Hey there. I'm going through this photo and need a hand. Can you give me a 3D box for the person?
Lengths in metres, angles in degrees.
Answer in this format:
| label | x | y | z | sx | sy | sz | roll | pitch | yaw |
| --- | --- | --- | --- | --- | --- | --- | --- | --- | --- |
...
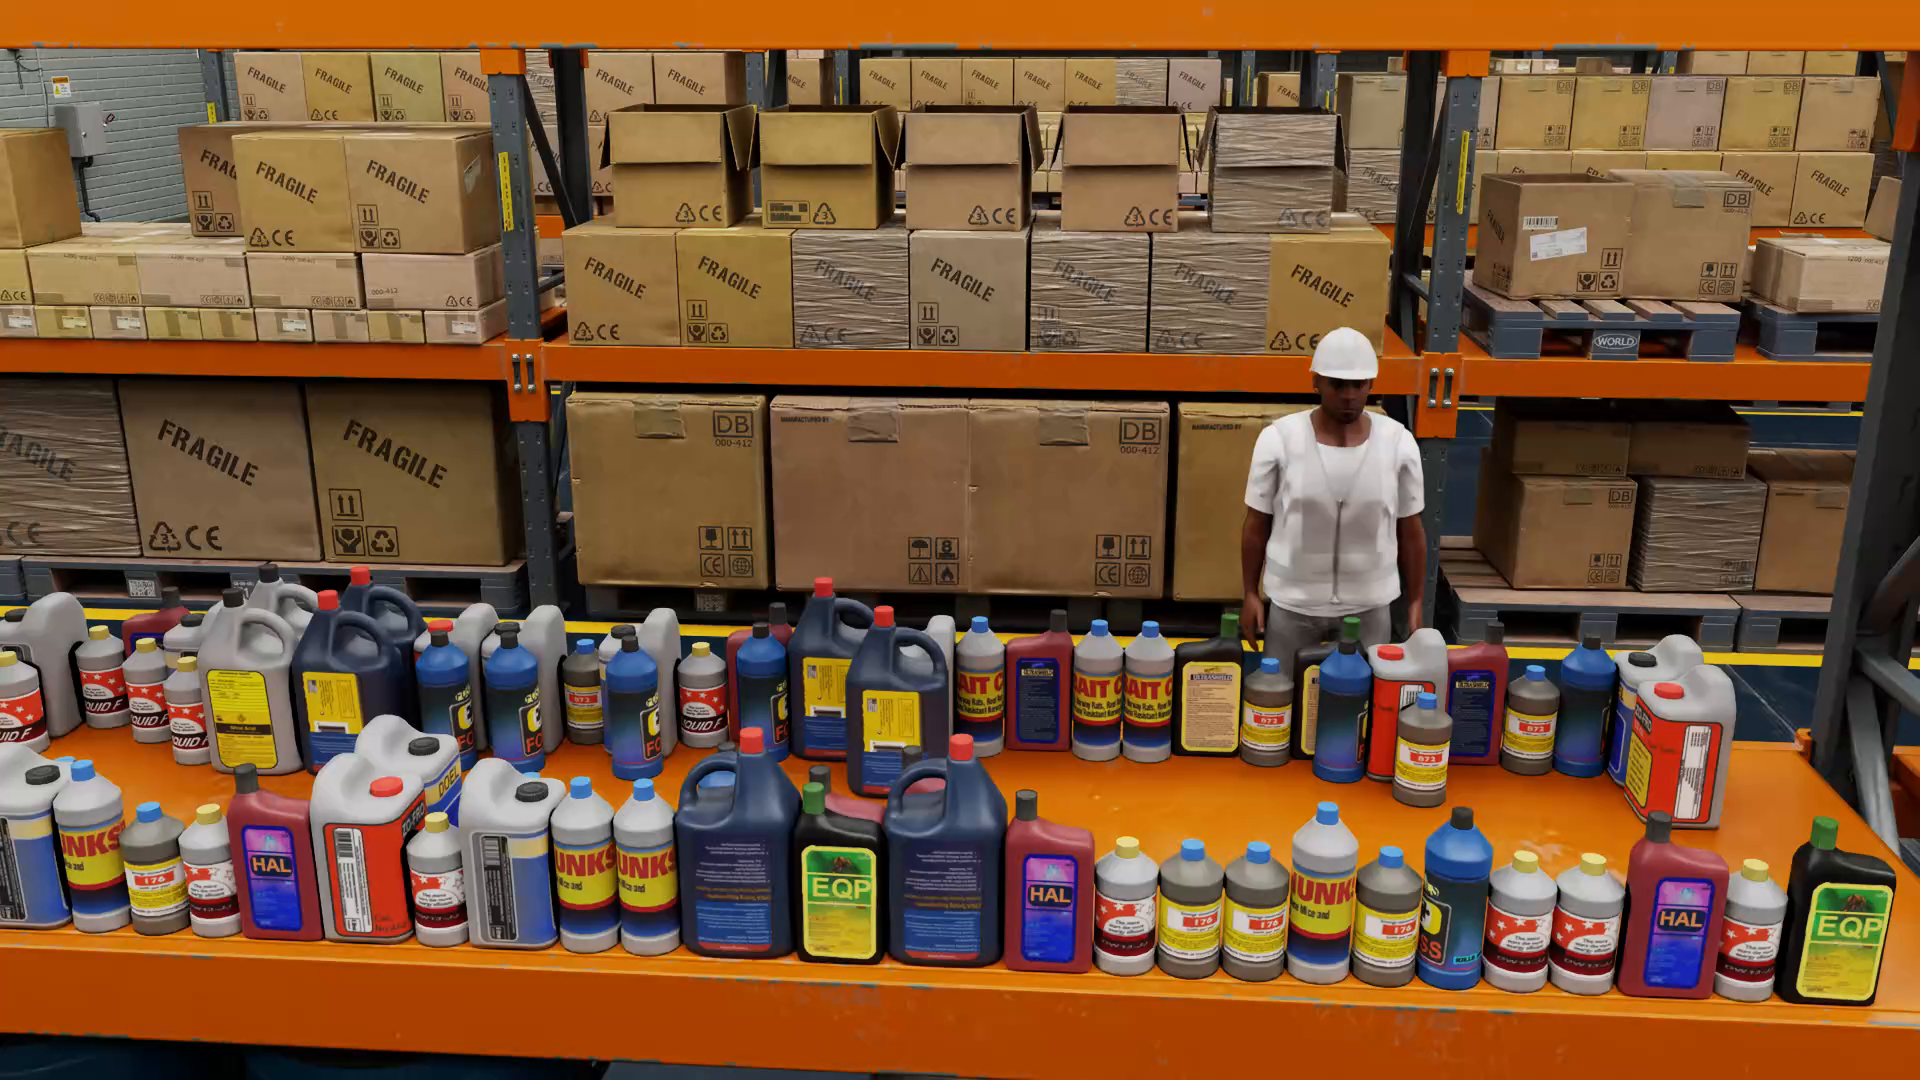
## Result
| label | x | y | z | sx | sy | sz | roll | pitch | yaw |
| --- | --- | --- | --- | --- | --- | --- | --- | --- | --- |
| person | 1.196 | 0.214 | 5.333 | 0.588 | 1.776 | 0.533 | 2 | 17 | 6 |
